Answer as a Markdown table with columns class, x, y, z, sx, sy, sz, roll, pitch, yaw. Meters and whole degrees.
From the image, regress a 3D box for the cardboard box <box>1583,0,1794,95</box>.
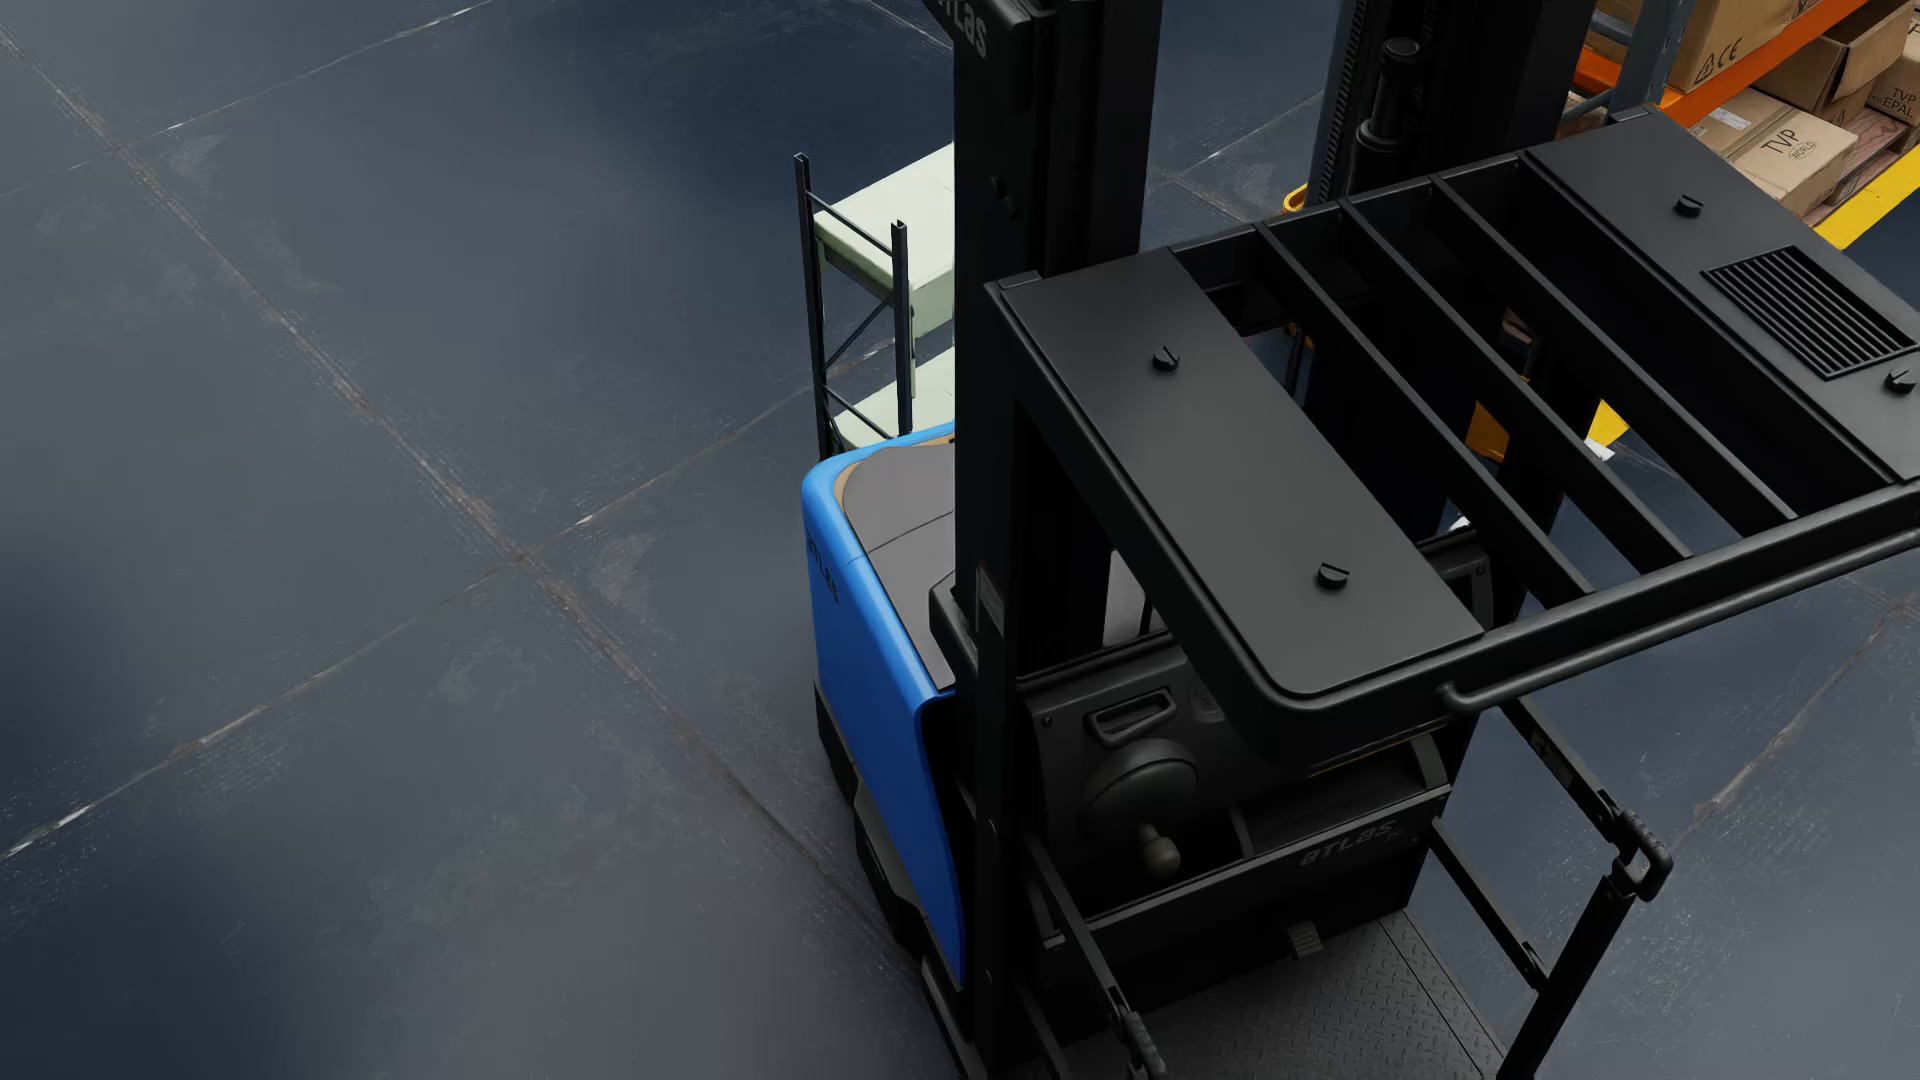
| class | x | y | z | sx | sy | sz | roll | pitch | yaw |
| --- | --- | --- | --- | --- | --- | --- | --- | --- | --- |
| cardboard box | 2.037 | -1.658 | 4.671 | 0.500 | 0.500 | 0.500 | -33 | 55 | -26 |

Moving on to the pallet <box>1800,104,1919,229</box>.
| class | x | y | z | sx | sy | sz | roll | pitch | yaw |
| --- | --- | --- | --- | --- | --- | --- | --- | --- | --- |
| pallet | 3.079 | -1.634 | 6.615 | 1.213 | 0.211 | 1.003 | -34 | 56 | -27 |

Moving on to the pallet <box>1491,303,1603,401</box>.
| class | x | y | z | sx | sy | sz | roll | pitch | yaw |
| --- | --- | --- | --- | --- | --- | --- | --- | --- | --- |
| pallet | 2.177 | -1.034 | 6.061 | 1.213 | 0.211 | 1.003 | -34 | 56 | -27 |

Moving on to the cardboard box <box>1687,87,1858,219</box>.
| class | x | y | z | sx | sy | sz | roll | pitch | yaw |
| --- | --- | --- | --- | --- | --- | --- | --- | --- | --- |
| cardboard box | 2.865 | -1.374 | 6.048 | 0.500 | 0.250 | 0.500 | -34 | 56 | -27 |

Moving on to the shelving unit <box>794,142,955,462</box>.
| class | x | y | z | sx | sy | sz | roll | pitch | yaw |
| --- | --- | --- | --- | --- | --- | --- | --- | --- | --- |
| shelving unit | 0.005 | -0.512 | 4.702 | 0.755 | 1.500 | 0.431 | -34 | 56 | -27 |

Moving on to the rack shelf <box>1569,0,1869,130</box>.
| class | x | y | z | sx | sy | sz | roll | pitch | yaw |
| --- | --- | --- | --- | --- | --- | --- | --- | --- | --- |
| rack shelf | 3.011 | -2.293 | 5.814 | 4.000 | 0.370 | 1.077 | -34 | 56 | -27 |

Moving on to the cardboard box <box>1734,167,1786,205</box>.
| class | x | y | z | sx | sy | sz | roll | pitch | yaw |
| --- | --- | --- | --- | --- | --- | --- | --- | --- | --- |
| cardboard box | 2.495 | -1.126 | 5.820 | 0.500 | 0.250 | 0.500 | -34 | 56 | -27 |

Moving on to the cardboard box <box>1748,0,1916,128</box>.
| class | x | y | z | sx | sy | sz | roll | pitch | yaw |
| --- | --- | --- | --- | --- | --- | --- | --- | --- | --- |
| cardboard box | 3.105 | -1.896 | 6.358 | 0.637 | 0.503 | 0.797 | -34 | 56 | -27 |

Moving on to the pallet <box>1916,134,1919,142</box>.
| class | x | y | z | sx | sy | sz | roll | pitch | yaw |
| --- | --- | --- | --- | --- | --- | --- | --- | --- | --- |
| pallet | 3.982 | -2.241 | 7.174 | 1.213 | 0.211 | 1.003 | -34 | 56 | -27 |

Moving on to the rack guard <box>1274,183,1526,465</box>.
| class | x | y | z | sx | sy | sz | roll | pitch | yaw |
| --- | --- | --- | --- | --- | --- | --- | --- | --- | --- |
| rack guard | 1.588 | -0.738 | 5.590 | 0.348 | 0.500 | 1.175 | -34 | 56 | -27 |

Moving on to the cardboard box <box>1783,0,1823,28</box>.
| class | x | y | z | sx | sy | sz | roll | pitch | yaw |
| --- | --- | --- | --- | --- | --- | --- | --- | --- | --- |
| cardboard box | 2.415 | -1.916 | 4.909 | 0.500 | 0.500 | 0.500 | -34 | 56 | -27 |

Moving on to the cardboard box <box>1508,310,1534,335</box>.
| class | x | y | z | sx | sy | sz | roll | pitch | yaw |
| --- | --- | --- | --- | --- | --- | --- | --- | --- | --- |
| cardboard box | 2.073 | -0.750 | 5.542 | 0.250 | 0.149 | 0.380 | -34 | 56 | -27 |

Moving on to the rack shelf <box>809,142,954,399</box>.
| class | x | y | z | sx | sy | sz | roll | pitch | yaw |
| --- | --- | --- | --- | --- | --- | --- | --- | --- | --- |
| rack shelf | 0.005 | -0.777 | 4.415 | 0.720 | 0.370 | 0.431 | -34 | 56 | -27 |

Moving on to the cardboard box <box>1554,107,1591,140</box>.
| class | x | y | z | sx | sy | sz | roll | pitch | yaw |
| --- | --- | --- | --- | --- | --- | --- | --- | --- | --- |
| cardboard box | 1.768 | -1.252 | 5.766 | 0.500 | 0.500 | 0.500 | -34 | 56 | -27 |

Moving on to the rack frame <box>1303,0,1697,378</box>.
| class | x | y | z | sx | sy | sz | roll | pitch | yaw |
| --- | --- | --- | --- | --- | --- | --- | --- | --- | --- |
| rack frame | 1.532 | -1.548 | 4.637 | 0.127 | 3.000 | 1.000 | -34 | 56 | -27 |

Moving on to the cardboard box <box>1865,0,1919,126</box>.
| class | x | y | z | sx | sy | sz | roll | pitch | yaw |
| --- | --- | --- | --- | --- | --- | --- | --- | --- | --- |
| cardboard box | 3.706 | -1.956 | 6.544 | 0.500 | 0.311 | 0.500 | -34 | 56 | -27 |

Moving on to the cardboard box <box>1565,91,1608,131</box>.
| class | x | y | z | sx | sy | sz | roll | pitch | yaw |
| --- | --- | --- | --- | --- | --- | --- | --- | --- | --- |
| cardboard box | 2.491 | -1.621 | 6.276 | 0.500 | 0.250 | 0.500 | -34 | 56 | -27 |

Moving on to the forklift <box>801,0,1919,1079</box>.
| class | x | y | z | sx | sy | sz | roll | pitch | yaw |
| --- | --- | --- | --- | --- | --- | --- | --- | --- | --- |
| forklift | 0.648 | 0.412 | 2.875 | 1.130 | 2.935 | 3.031 | -17 | 50 | -15 |

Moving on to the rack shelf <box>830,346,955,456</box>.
| class | x | y | z | sx | sy | sz | roll | pitch | yaw |
| --- | --- | --- | --- | --- | --- | --- | --- | --- | --- |
| rack shelf | 0.005 | -0.291 | 4.941 | 0.720 | 0.370 | 0.431 | -34 | 56 | -27 |

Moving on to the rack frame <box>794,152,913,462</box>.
| class | x | y | z | sx | sy | sz | roll | pitch | yaw |
| --- | --- | --- | --- | --- | --- | --- | --- | --- | --- |
| rack frame | -0.266 | -0.331 | 4.535 | 0.023 | 1.500 | 0.400 | -34 | 56 | -27 |
